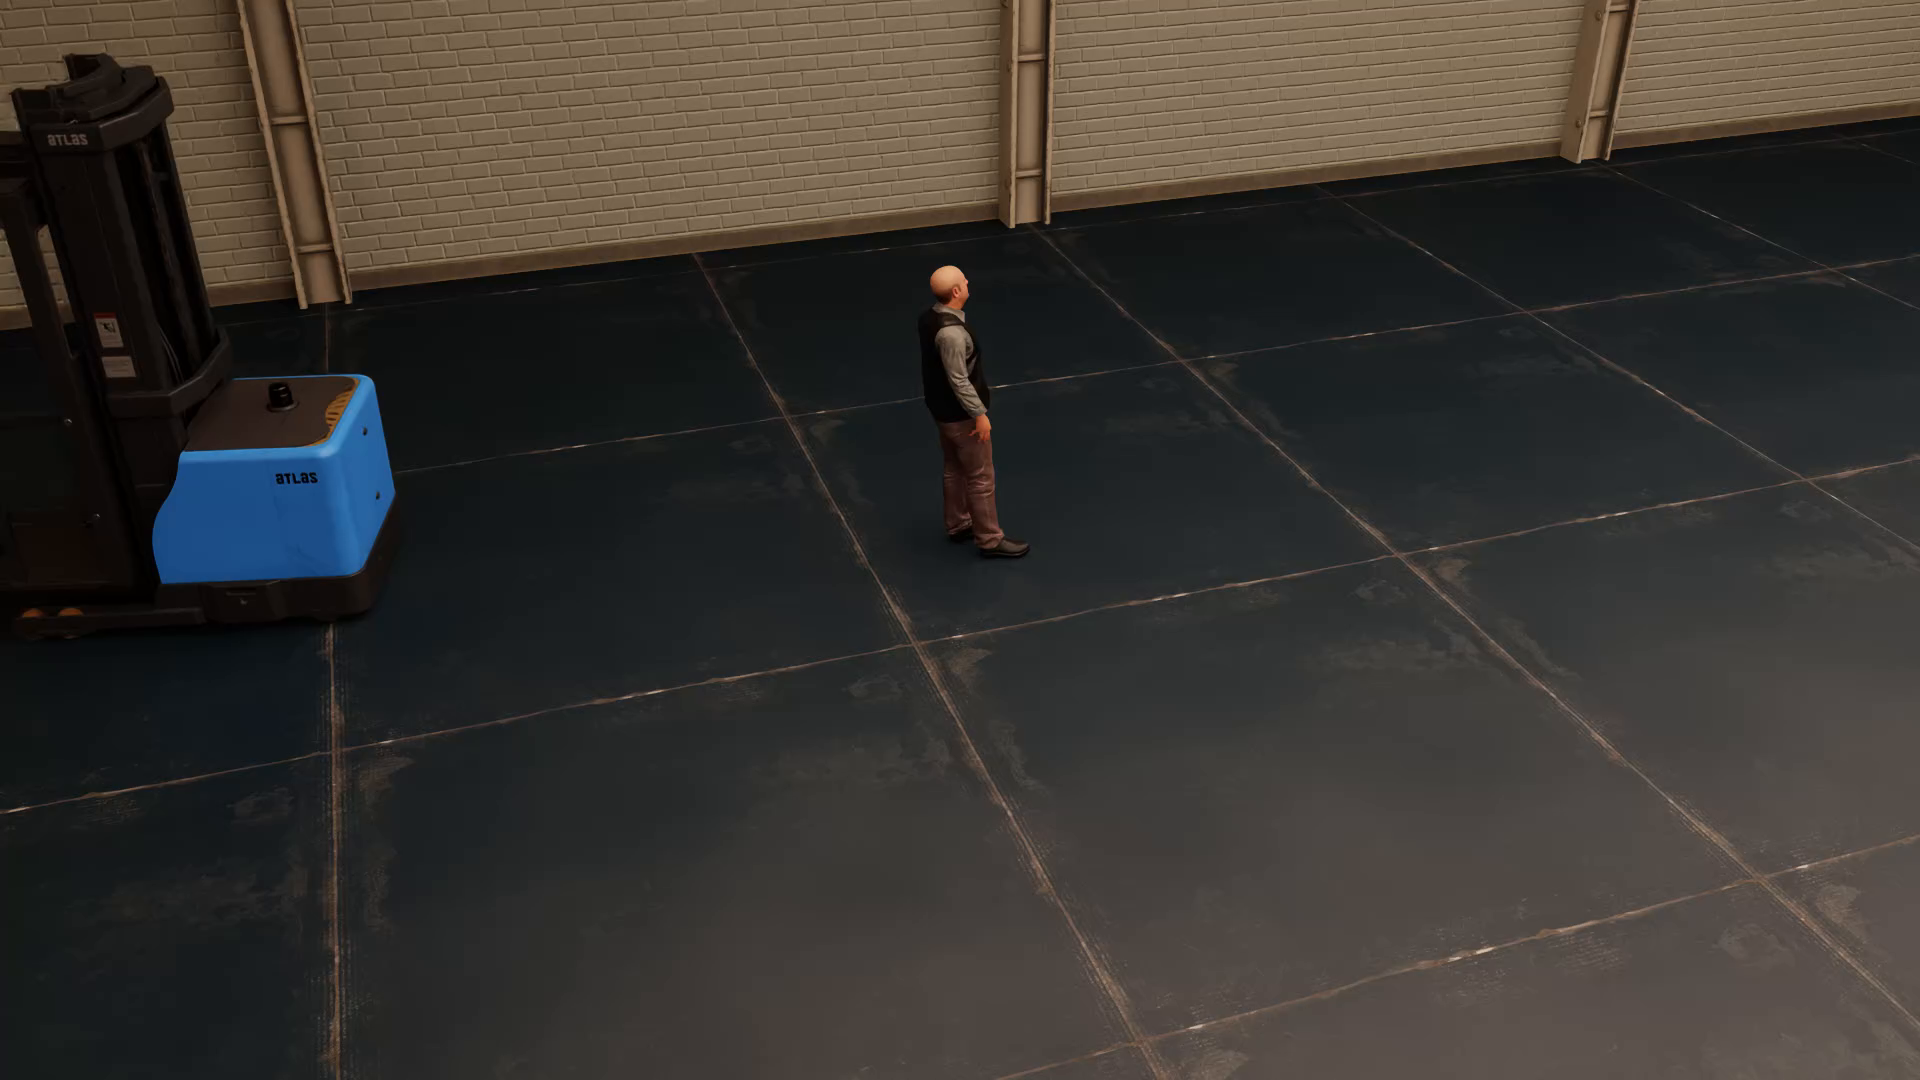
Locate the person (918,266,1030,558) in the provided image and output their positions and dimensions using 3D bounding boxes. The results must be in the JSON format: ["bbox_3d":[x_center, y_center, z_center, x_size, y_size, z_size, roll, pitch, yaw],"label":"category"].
[{"bbox_3d":[0.061,-0.758,9.603,0.568,1.720,0.632,-10,31,-16],"label":"person"}]

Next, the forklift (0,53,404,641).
[{"bbox_3d":[-4.813,-0.998,8.821,3.031,2.935,1.130,-2,30,-4],"label":"forklift"}]
